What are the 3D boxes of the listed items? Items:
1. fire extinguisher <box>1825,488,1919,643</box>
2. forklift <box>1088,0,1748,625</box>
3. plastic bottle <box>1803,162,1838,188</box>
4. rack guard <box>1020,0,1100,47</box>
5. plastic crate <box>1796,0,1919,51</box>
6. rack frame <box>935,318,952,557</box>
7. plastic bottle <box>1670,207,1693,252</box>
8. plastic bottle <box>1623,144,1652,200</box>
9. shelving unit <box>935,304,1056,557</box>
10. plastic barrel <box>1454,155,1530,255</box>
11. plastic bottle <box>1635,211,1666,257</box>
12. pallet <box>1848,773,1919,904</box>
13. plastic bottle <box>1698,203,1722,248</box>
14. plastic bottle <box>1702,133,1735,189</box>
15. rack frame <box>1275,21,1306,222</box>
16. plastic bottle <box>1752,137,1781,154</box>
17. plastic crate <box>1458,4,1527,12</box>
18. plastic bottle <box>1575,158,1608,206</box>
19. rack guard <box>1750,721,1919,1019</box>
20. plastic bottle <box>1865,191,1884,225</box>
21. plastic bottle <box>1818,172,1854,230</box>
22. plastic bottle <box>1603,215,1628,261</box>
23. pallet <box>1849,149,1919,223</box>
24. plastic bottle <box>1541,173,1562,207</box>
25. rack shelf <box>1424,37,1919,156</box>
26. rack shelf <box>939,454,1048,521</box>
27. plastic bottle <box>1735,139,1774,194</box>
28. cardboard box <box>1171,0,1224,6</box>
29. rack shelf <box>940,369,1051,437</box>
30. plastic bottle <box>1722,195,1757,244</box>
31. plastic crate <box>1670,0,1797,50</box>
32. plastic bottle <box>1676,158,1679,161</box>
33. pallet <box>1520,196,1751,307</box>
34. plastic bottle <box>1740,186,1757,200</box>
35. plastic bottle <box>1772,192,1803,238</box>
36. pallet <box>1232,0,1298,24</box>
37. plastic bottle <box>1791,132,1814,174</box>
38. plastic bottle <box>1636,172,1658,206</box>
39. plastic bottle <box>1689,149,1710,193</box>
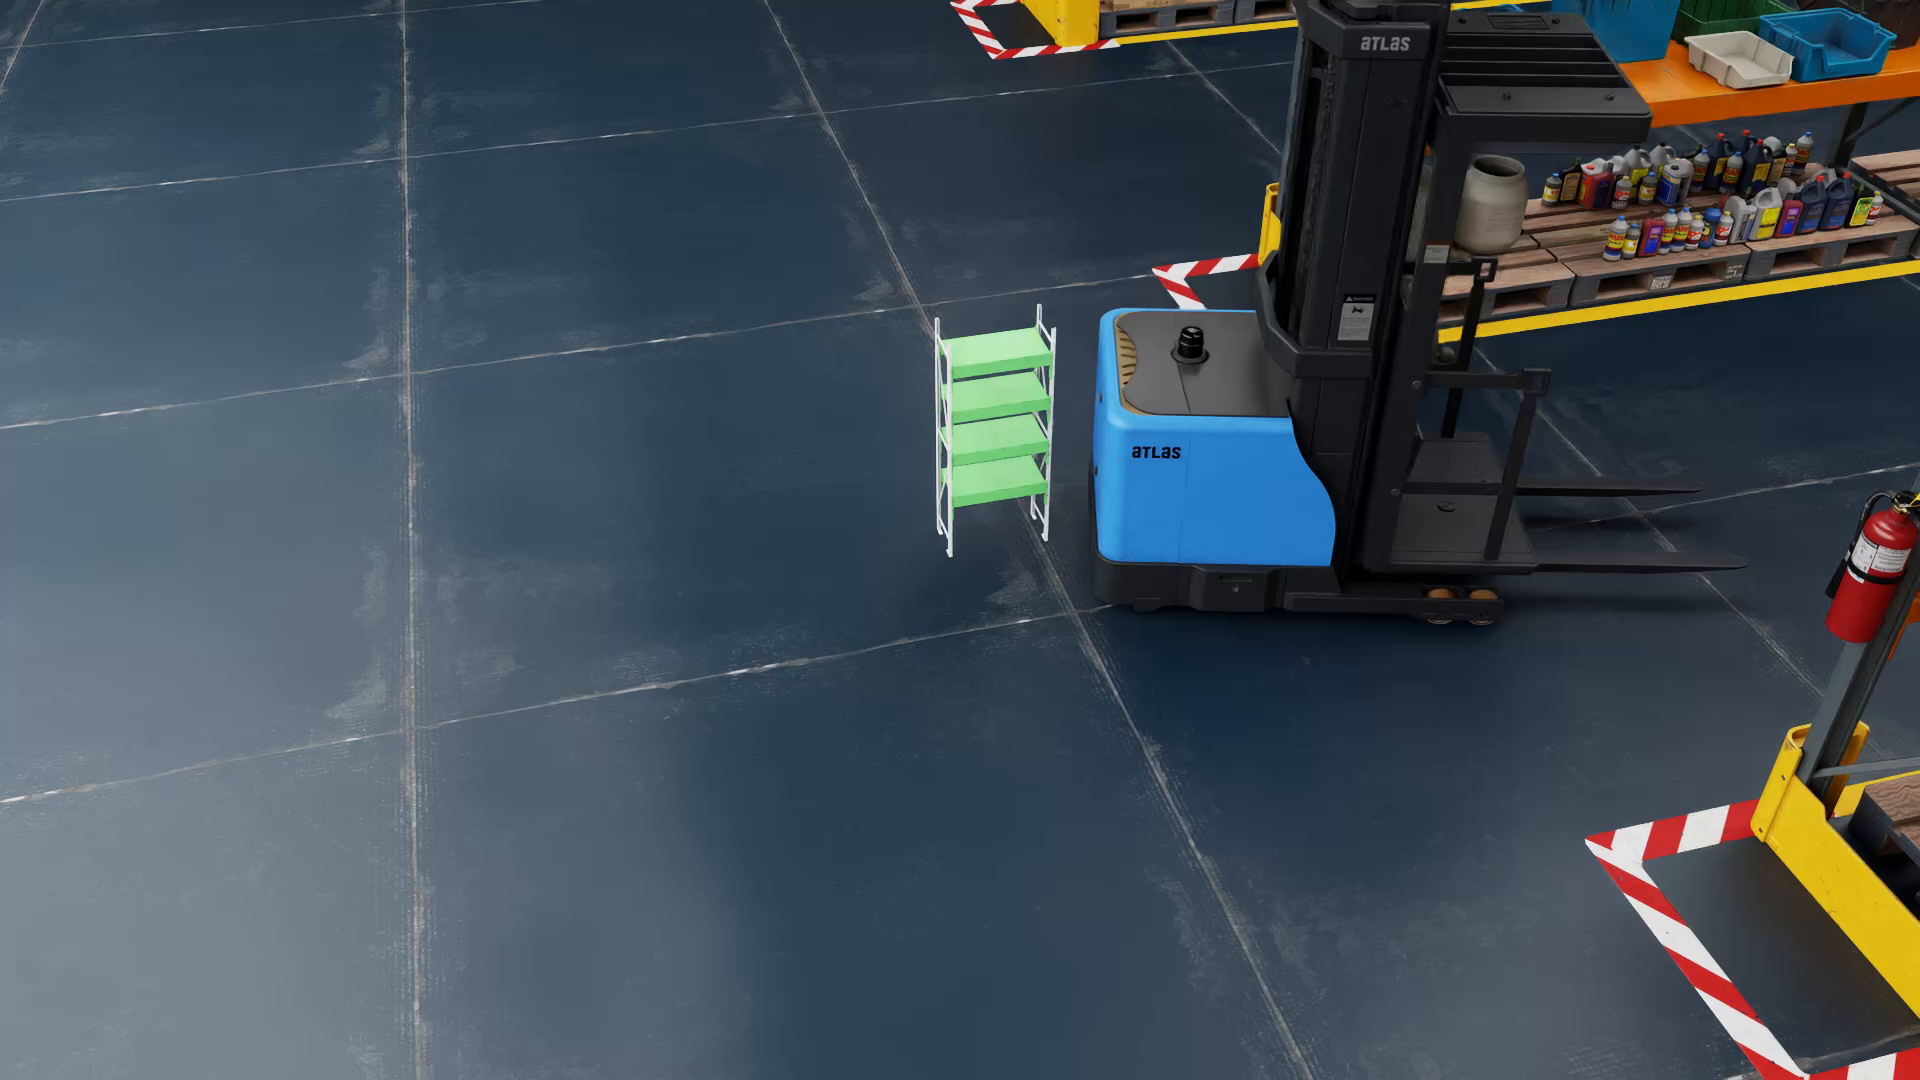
[{"bbox_3d":[3.191,0.051,5.758,0.183,0.674,0.296,-9,38,-12],"label":"fire extinguisher"},{"bbox_3d":[2.153,-1.100,7.255,3.031,2.935,1.130,1,37,1],"label":"forklift"},{"bbox_3d":[5.408,-2.203,10.459,0.185,0.351,0.144,-9,38,-12],"label":"plastic bottle"},{"bbox_3d":[0.820,-4.543,13.756,0.348,0.500,1.175,-9,38,-12],"label":"rack guard"},{"bbox_3d":[5.454,-3.234,10.039,0.504,0.338,0.767,-9,38,-12],"label":"plastic crate"},{"bbox_3d":[-0.076,-0.464,7.849,0.015,1.200,0.240,-9,38,-12],"label":"rack frame"},{"bbox_3d":[4.390,-1.899,10.126,0.097,0.271,0.097,0,37,0],"label":"plastic bottle"},{"bbox_3d":[4.333,-2.378,10.688,0.185,0.351,0.144,-8,38,-10],"label":"plastic bottle"},{"bbox_3d":[0.160,-0.503,7.899,0.503,1.200,0.258,-9,38,-12],"label":"shelving unit"},{"bbox_3d":[3.230,-2.040,10.130,0.421,0.512,0.421,0,37,0],"label":"plastic barrel"},{"bbox_3d":[4.186,-1.859,10.064,0.133,0.283,0.061,-9,38,-11],"label":"plastic bottle"},{"bbox_3d":[4.289,1.260,6.409,1.213,0.211,1.003,-9,38,-12],"label":"pallet"},{"bbox_3d":[4.585,-1.931,10.168,0.097,0.271,0.097,0,37,0],"label":"plastic bottle"},{"bbox_3d":[4.923,-2.475,10.814,0.185,0.351,0.144,-11,39,-14],"label":"plastic bottle"},{"bbox_3d":[2.131,-2.633,9.203,0.127,3.000,1.000,-9,38,-12],"label":"rack frame"},{"bbox_3d":[5.265,-2.499,10.907,0.135,0.276,0.152,-8,38,-10],"label":"plastic bottle"},{"bbox_3d":[3.164,-2.928,9.711,0.408,0.251,0.499,-9,38,-12],"label":"plastic crate"},{"bbox_3d":[4.040,-2.298,10.644,0.135,0.276,0.152,-9,38,-12],"label":"plastic bottle"},{"bbox_3d":[3.495,1.253,6.180,0.348,0.500,1.175,-9,38,-12],"label":"rack guard"},{"bbox_3d":[5.723,-2.090,10.434,0.097,0.201,0.097,0,37,0],"label":"plastic bottle"},{"bbox_3d":[5.446,-2.118,10.348,0.185,0.351,0.144,-10,39,-13],"label":"plastic bottle"},{"bbox_3d":[3.962,-1.829,10.035,0.097,0.271,0.097,0,37,0],"label":"plastic bottle"},{"bbox_3d":[6.740,-2.306,11.071,1.213,0.211,1.003,-9,38,-12],"label":"pallet"},{"bbox_3d":[3.789,-2.245,10.636,0.097,0.201,0.097,0,37,0],"label":"plastic bottle"},{"bbox_3d":[4.061,-2.664,9.836,4.000,0.370,1.077,-9,38,-12],"label":"rack shelf"},{"bbox_3d":[0.160,-0.261,8.084,0.480,0.148,0.258,-9,38,-12],"label":"rack shelf"},{"bbox_3d":[5.142,-2.420,10.743,0.185,0.351,0.144,-9,38,-12],"label":"plastic bottle"},{"bbox_3d":[1.900,-4.650,13.757,0.500,0.250,0.500,-9,38,-12],"label":"cardboard box"},{"bbox_3d":[0.160,-0.643,7.792,0.480,0.148,0.258,-9,38,-12],"label":"rack shelf"},{"bbox_3d":[4.791,-1.984,10.233,0.135,0.276,0.152,-9,38,-11],"label":"plastic bottle"},{"bbox_3d":[4.608,-3.133,10.031,0.662,0.188,0.450,-9,38,-12],"label":"plastic crate"},{"bbox_3d":[4.643,-2.385,10.819,0.097,0.201,0.097,0,37,0],"label":"plastic bottle"},{"bbox_3d":[4.153,-1.882,10.516,1.213,0.211,1.003,-9,38,-12],"label":"pallet"},{"bbox_3d":[4.897,-2.066,10.335,0.133,0.283,0.061,-9,38,-12],"label":"plastic bottle"},{"bbox_3d":[5.114,-2.011,10.263,0.133,0.283,0.061,-7,38,-9],"label":"plastic bottle"},{"bbox_3d":[2.746,-4.769,14.289,1.213,0.211,1.003,-9,38,-12],"label":"pallet"},{"bbox_3d":[5.570,-2.565,10.997,0.097,0.271,0.097,0,37,0],"label":"plastic bottle"},{"bbox_3d":[4.406,-2.255,10.650,0.097,0.201,0.097,0,37,0],"label":"plastic bottle"},{"bbox_3d":[4.790,-2.398,10.779,0.097,0.271,0.097,0,37,0],"label":"plastic bottle"}]
